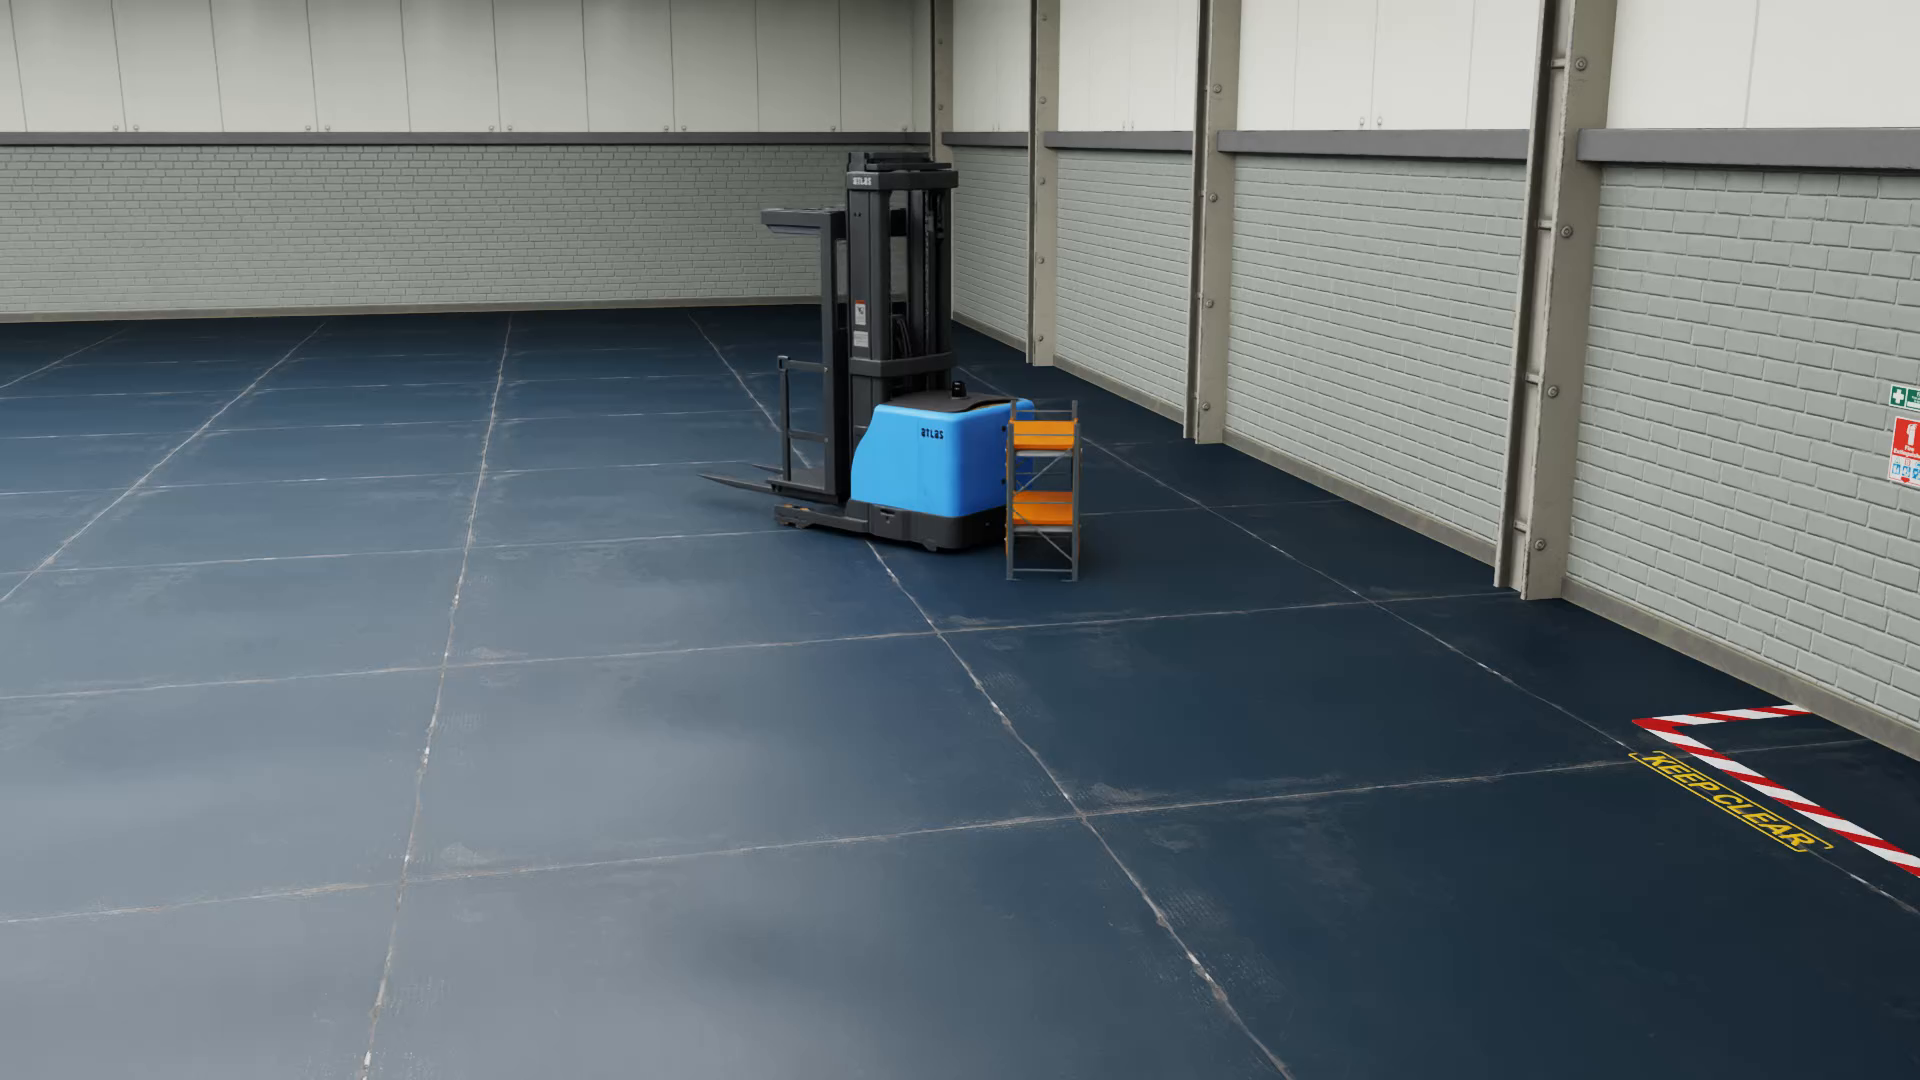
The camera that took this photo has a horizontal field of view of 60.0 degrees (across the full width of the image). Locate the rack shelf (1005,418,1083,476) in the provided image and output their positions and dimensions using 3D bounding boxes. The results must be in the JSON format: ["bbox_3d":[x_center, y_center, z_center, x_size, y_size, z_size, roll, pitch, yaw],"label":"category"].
[{"bbox_3d":[0.605,-0.661,12.029,0.538,0.278,1.000,1,14,3],"label":"rack shelf"}]

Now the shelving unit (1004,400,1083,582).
[{"bbox_3d":[0.605,-0.377,12.098,0.538,1.125,1.048,1,14,3],"label":"shelving unit"}]

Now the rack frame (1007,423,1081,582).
[{"bbox_3d":[0.581,-0.256,11.605,0.500,1.125,0.032,1,14,3],"label":"rack frame"}]

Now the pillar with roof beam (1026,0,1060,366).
[{"bbox_3d":[-3.076,-6.547,20.764,9.100,9.000,0.400,-3,14,-13],"label":"pillar with roof beam"}]

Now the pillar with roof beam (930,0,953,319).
[{"bbox_3d":[-4.485,-7.931,26.430,9.100,9.000,0.400,-3,14,-13],"label":"pillar with roof beam"}]

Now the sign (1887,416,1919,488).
[{"bbox_3d":[4.763,-0.443,8.345,0.001,0.329,0.234,-3,14,-13],"label":"sign"}]

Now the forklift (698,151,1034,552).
[{"bbox_3d":[-0.871,-1.601,13.305,3.031,2.935,1.130,11,18,38],"label":"forklift"}]

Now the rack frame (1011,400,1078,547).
[{"bbox_3d":[0.630,-0.497,12.592,0.500,1.125,0.032,1,14,3],"label":"rack frame"}]

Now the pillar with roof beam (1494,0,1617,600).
[{"bbox_3d":[-0.257,-3.779,9.433,9.100,9.000,0.400,-3,14,-13],"label":"pillar with roof beam"}]

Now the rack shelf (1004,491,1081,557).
[{"bbox_3d":[0.605,-0.139,12.156,0.538,0.278,1.000,1,14,3],"label":"rack shelf"}]

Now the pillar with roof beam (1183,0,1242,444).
[{"bbox_3d":[-1.667,-5.163,15.099,9.100,9.000,0.400,-3,14,-13],"label":"pillar with roof beam"}]

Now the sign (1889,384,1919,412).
[{"bbox_3d":[4.756,-0.699,8.276,0.001,0.109,0.331,-3,14,-13],"label":"sign"}]
